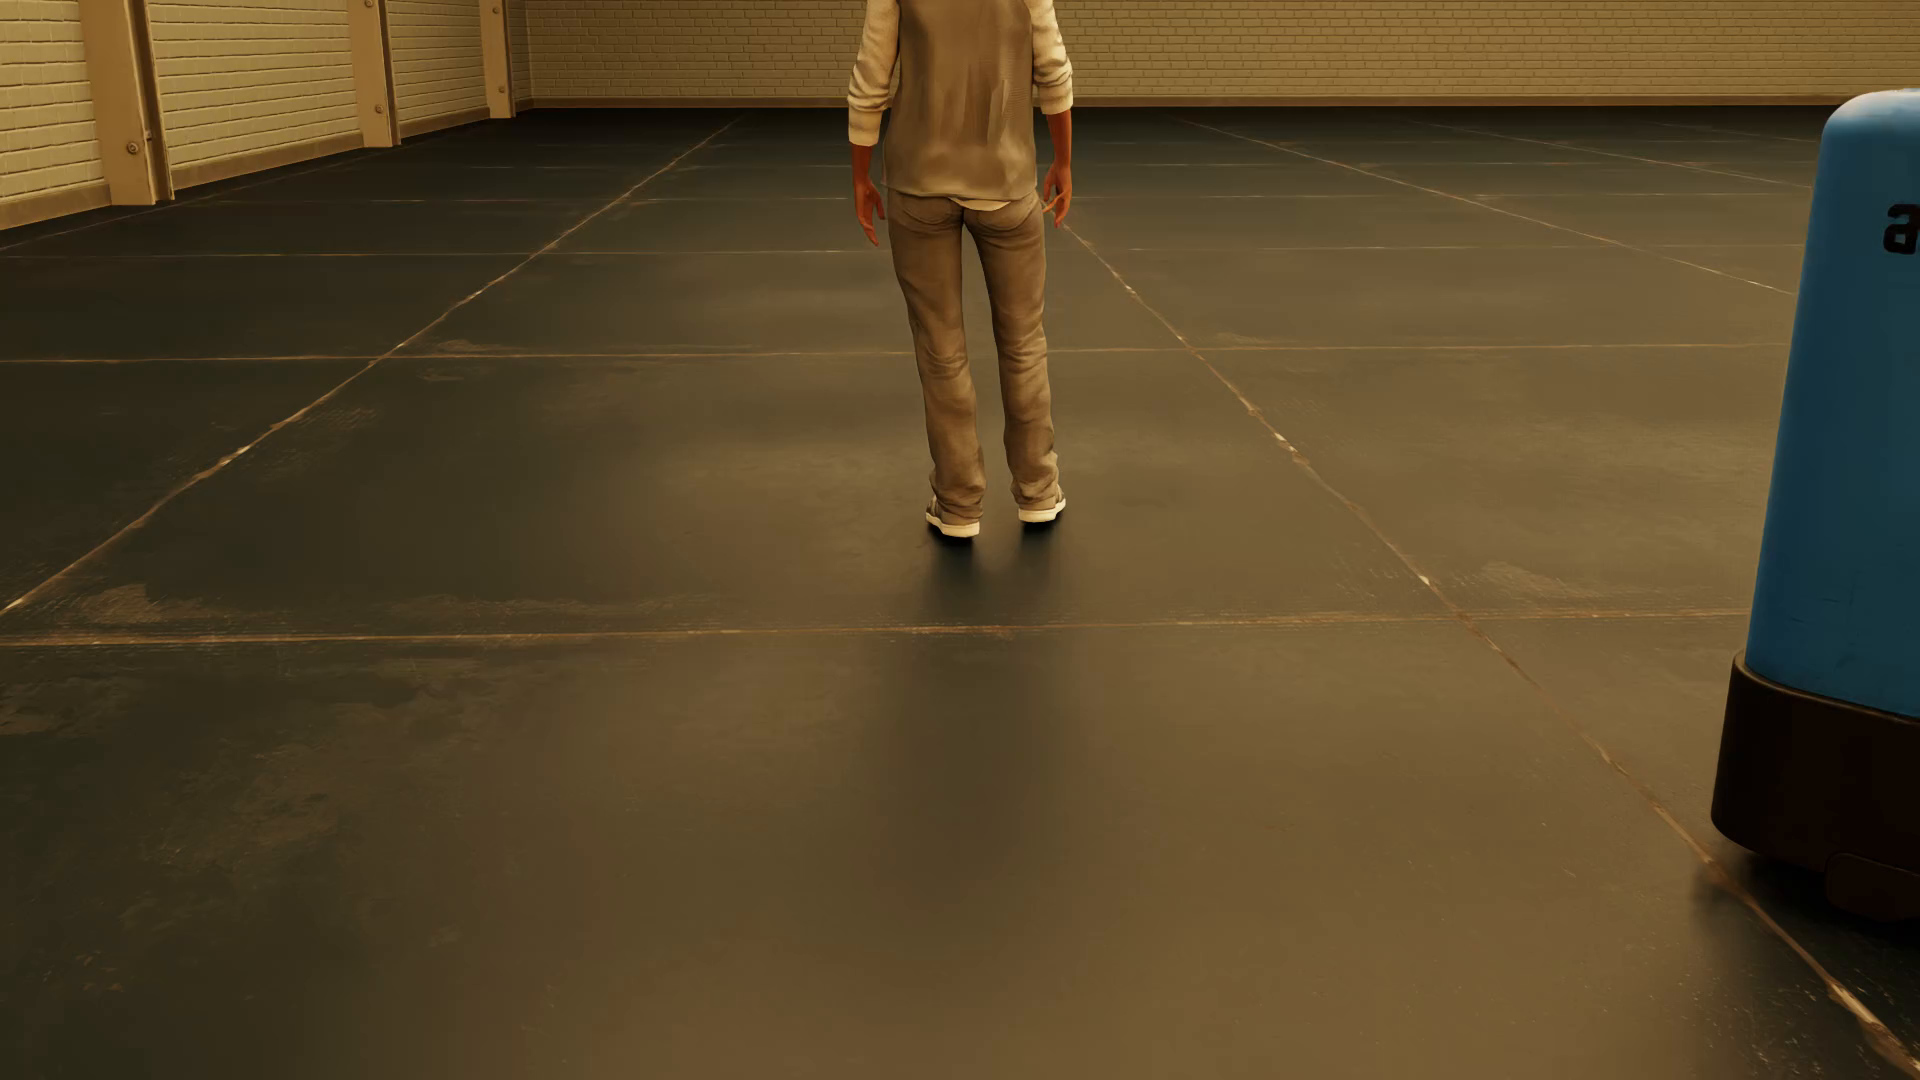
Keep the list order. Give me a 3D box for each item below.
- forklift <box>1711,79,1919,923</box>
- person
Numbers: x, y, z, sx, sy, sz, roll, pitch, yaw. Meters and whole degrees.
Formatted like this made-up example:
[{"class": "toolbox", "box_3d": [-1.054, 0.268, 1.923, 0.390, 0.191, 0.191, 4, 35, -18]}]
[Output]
[{"class": "forklift", "box_3d": [2.475, -0.727, 1.284, 3.031, 2.935, 1.130, 16, 23, 42]}, {"class": "person", "box_3d": [0.010, -0.792, 3.753, 0.521, 1.596, 0.475, -1, 17, -3]}]
